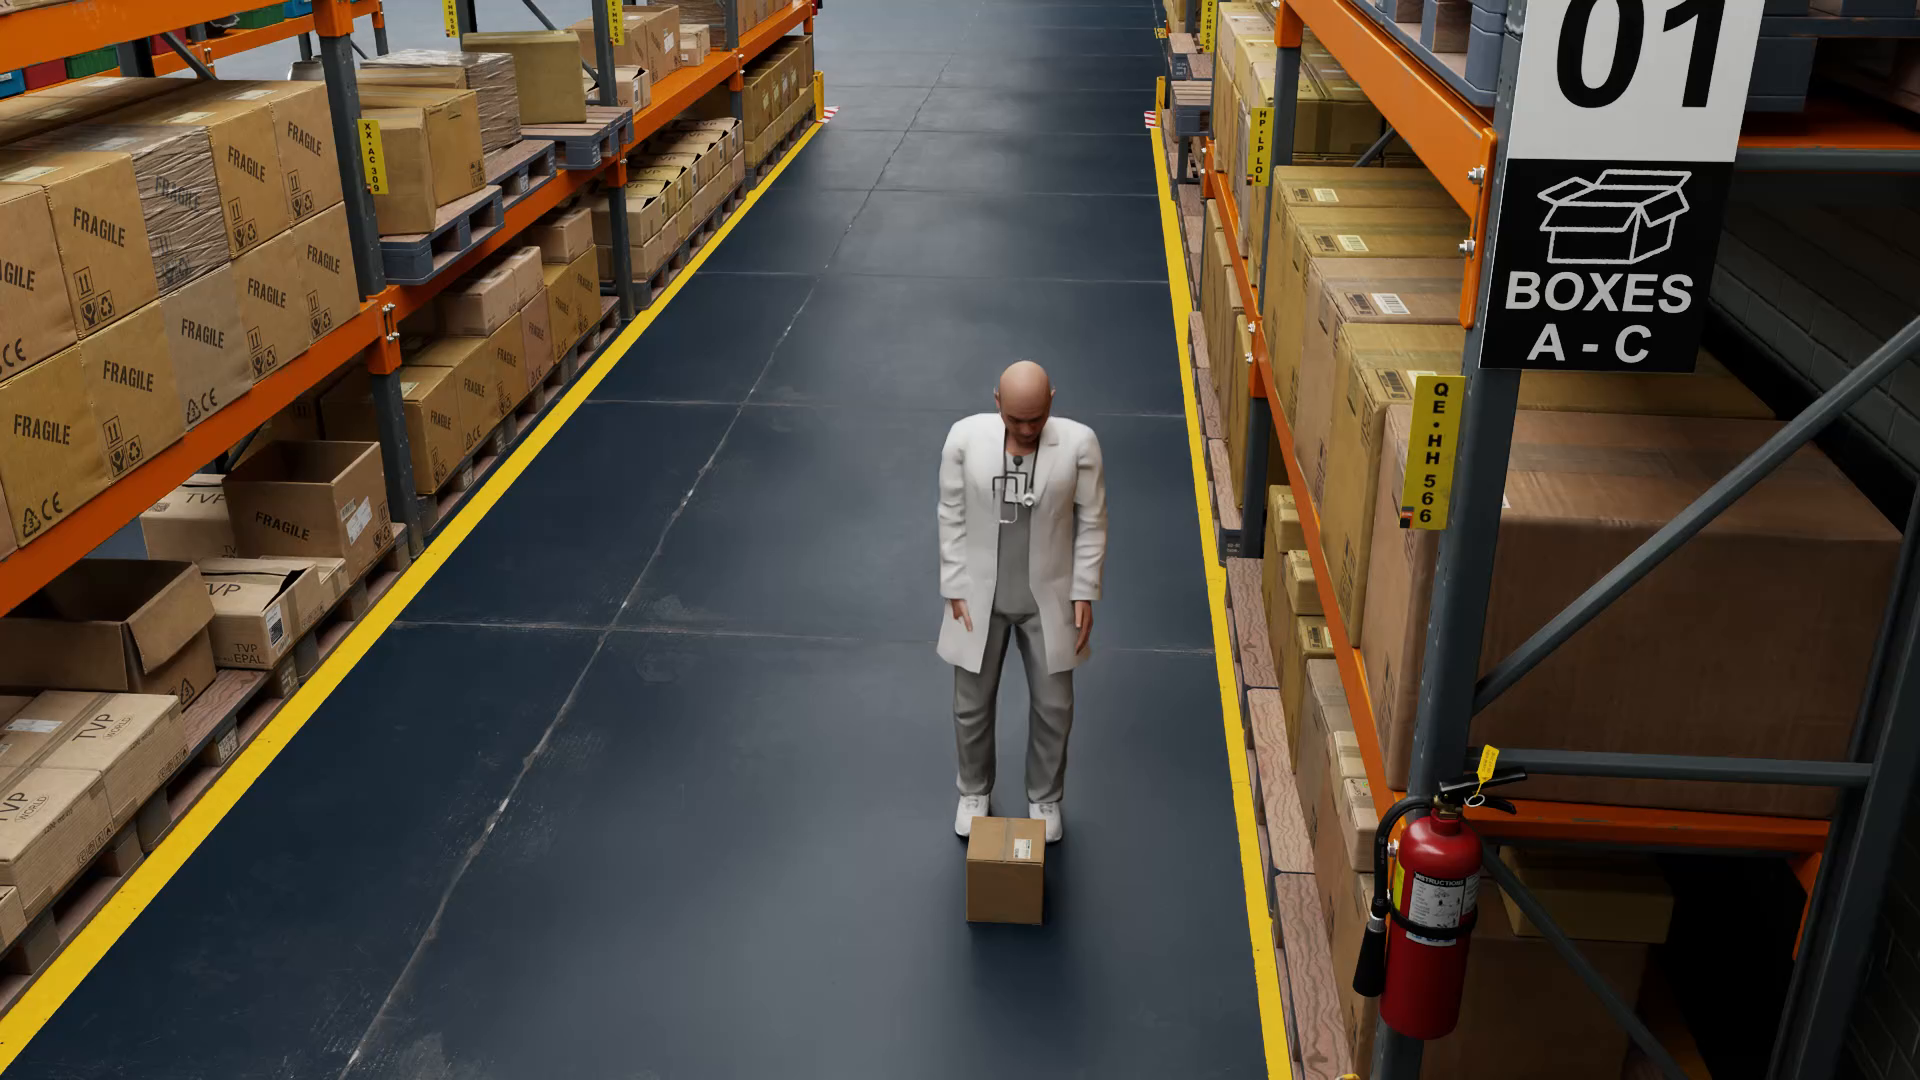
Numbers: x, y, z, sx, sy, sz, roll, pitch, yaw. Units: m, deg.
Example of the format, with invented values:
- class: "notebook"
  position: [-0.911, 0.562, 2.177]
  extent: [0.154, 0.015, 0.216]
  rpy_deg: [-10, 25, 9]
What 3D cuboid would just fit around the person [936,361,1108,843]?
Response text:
- class: "person"
  position: [0.208, 0.287, 5.733]
  extent: [0.579, 1.585, 0.395]
  rpy_deg: [2, 24, 4]
